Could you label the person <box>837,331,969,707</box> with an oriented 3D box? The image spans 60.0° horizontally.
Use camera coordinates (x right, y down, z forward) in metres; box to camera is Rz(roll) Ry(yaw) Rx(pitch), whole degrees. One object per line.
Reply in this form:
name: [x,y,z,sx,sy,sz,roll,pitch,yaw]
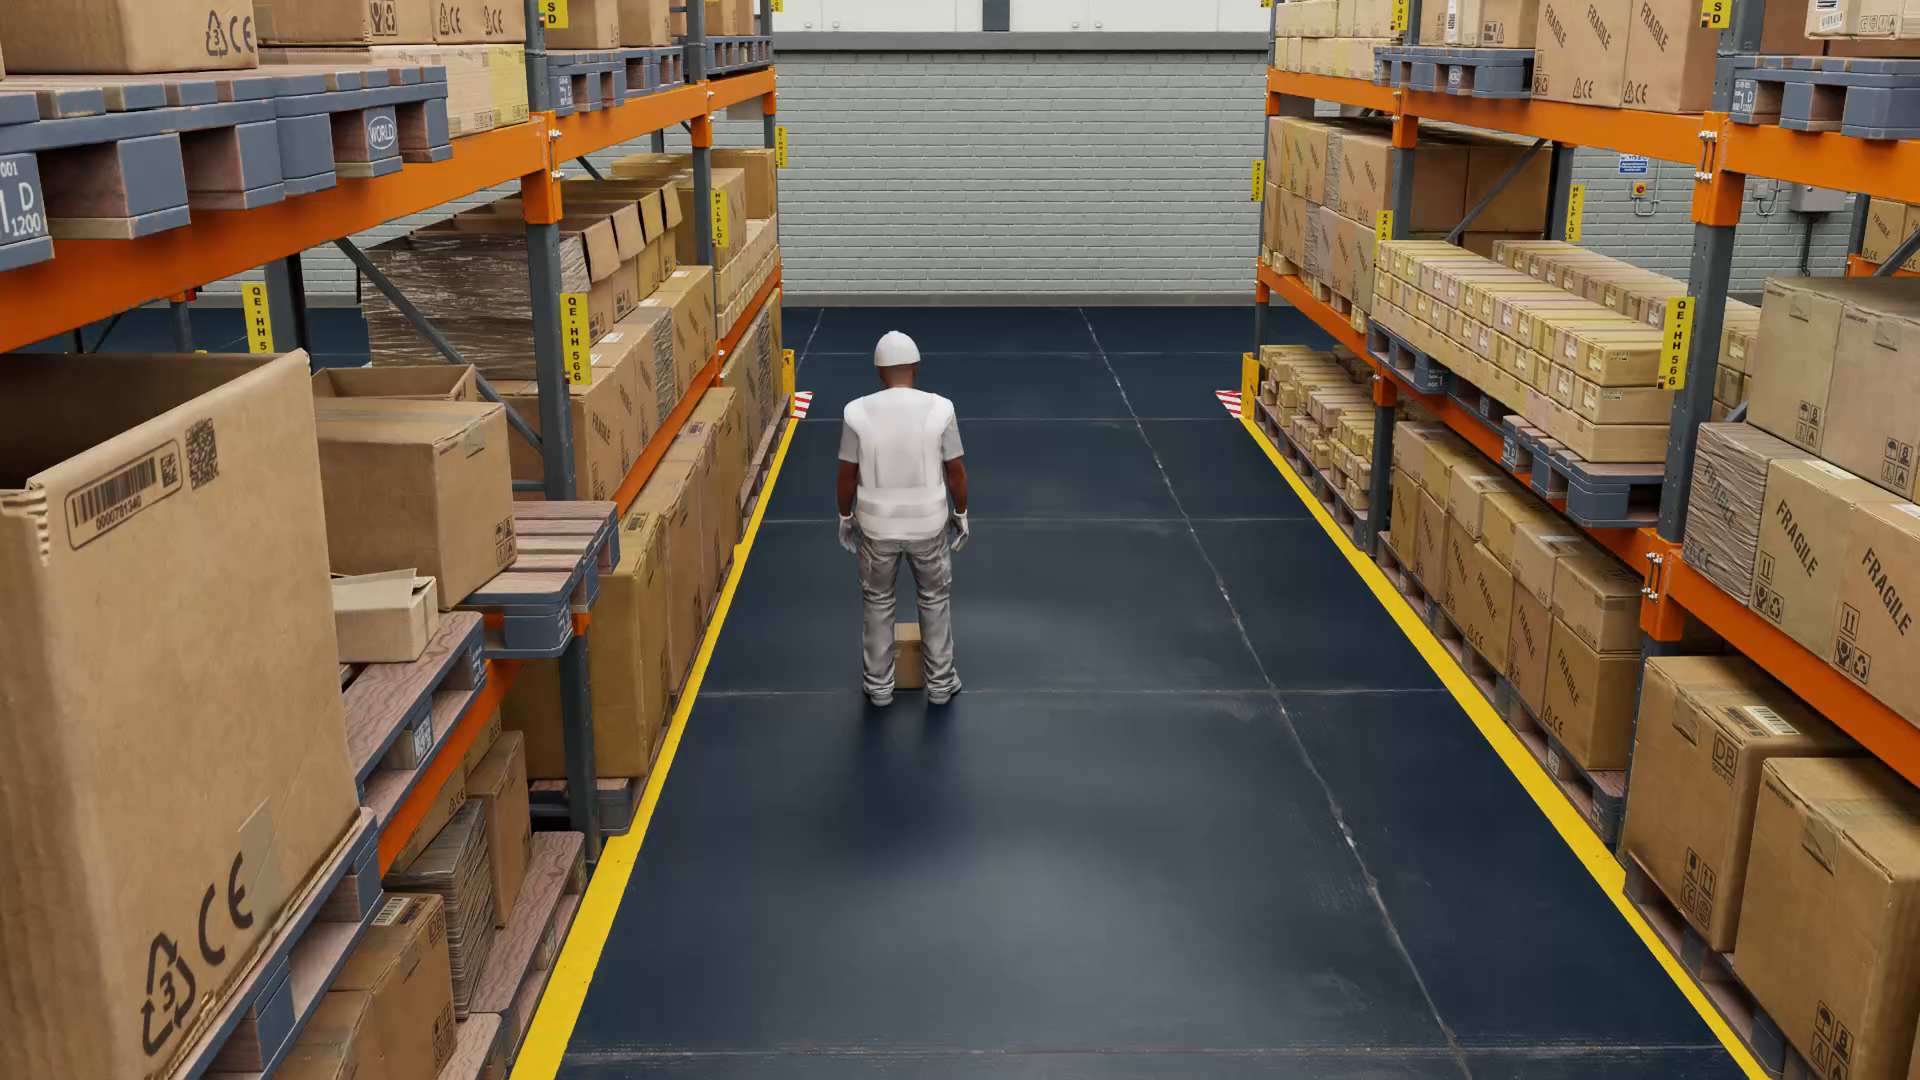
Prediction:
person: [-0.265,-0.086,7.808,0.614,1.773,0.449,0,17,-2]
